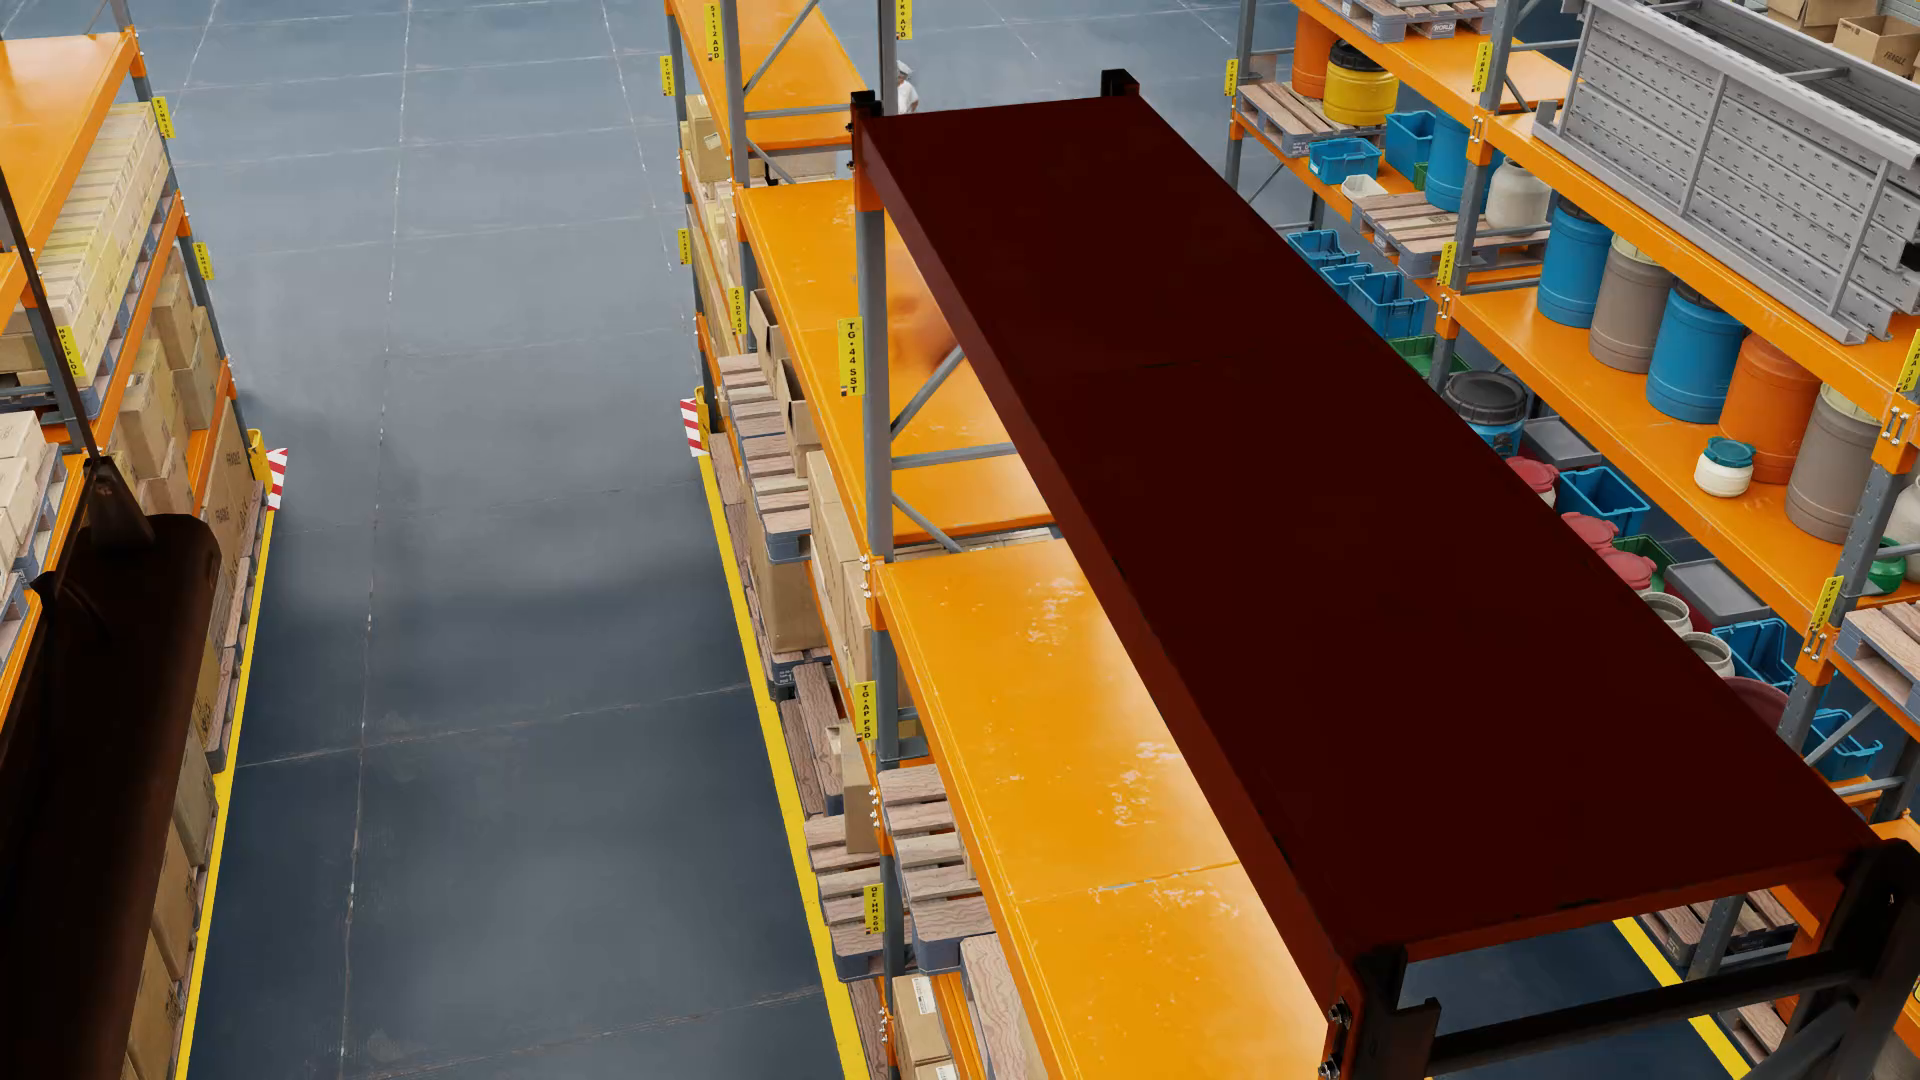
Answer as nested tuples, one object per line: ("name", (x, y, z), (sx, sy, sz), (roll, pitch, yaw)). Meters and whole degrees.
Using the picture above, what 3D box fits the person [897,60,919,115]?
("person", (-0.727, -4.780, 19.546), (0.599, 1.742, 0.672), (4, 35, 6))
